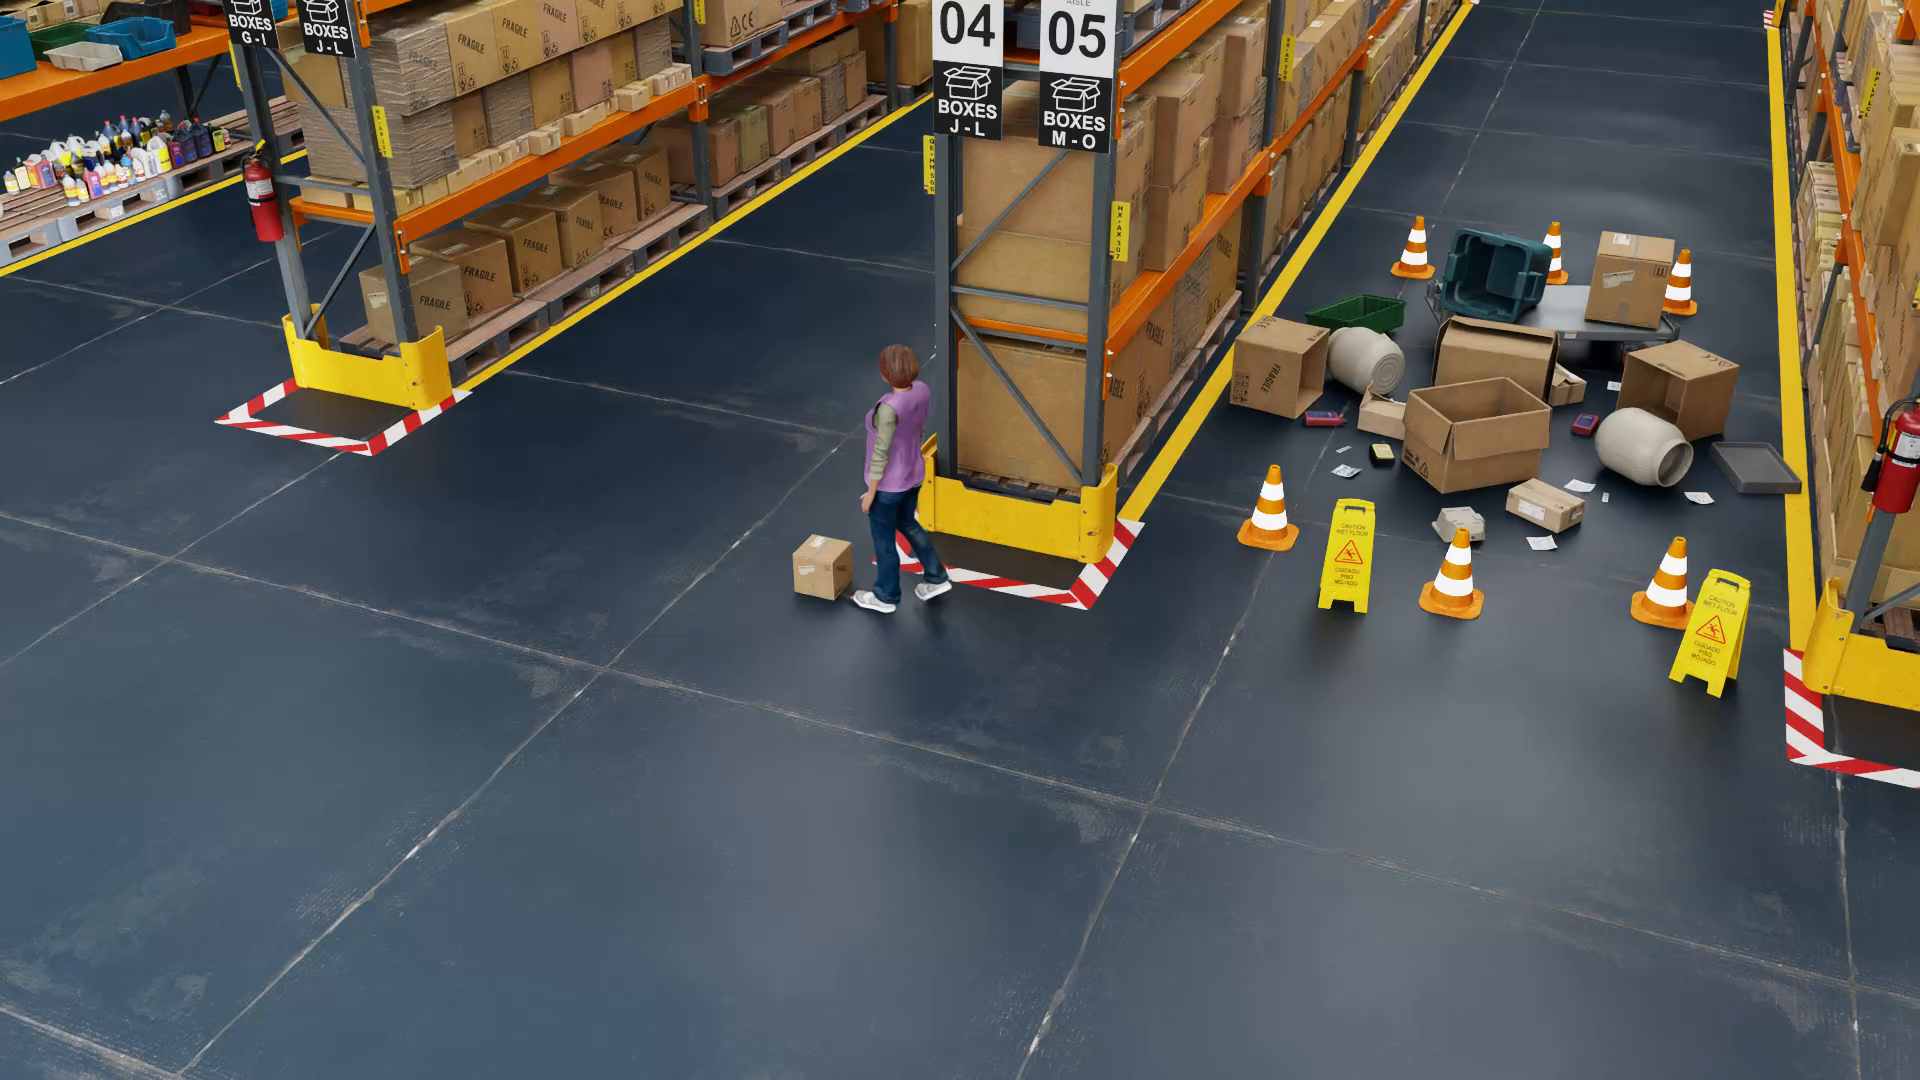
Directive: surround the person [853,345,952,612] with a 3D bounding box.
[{"bbox_3d":[-0.349,-0.316,8.943,0.483,1.614,0.471,19,35,29],"label":"person"}]
